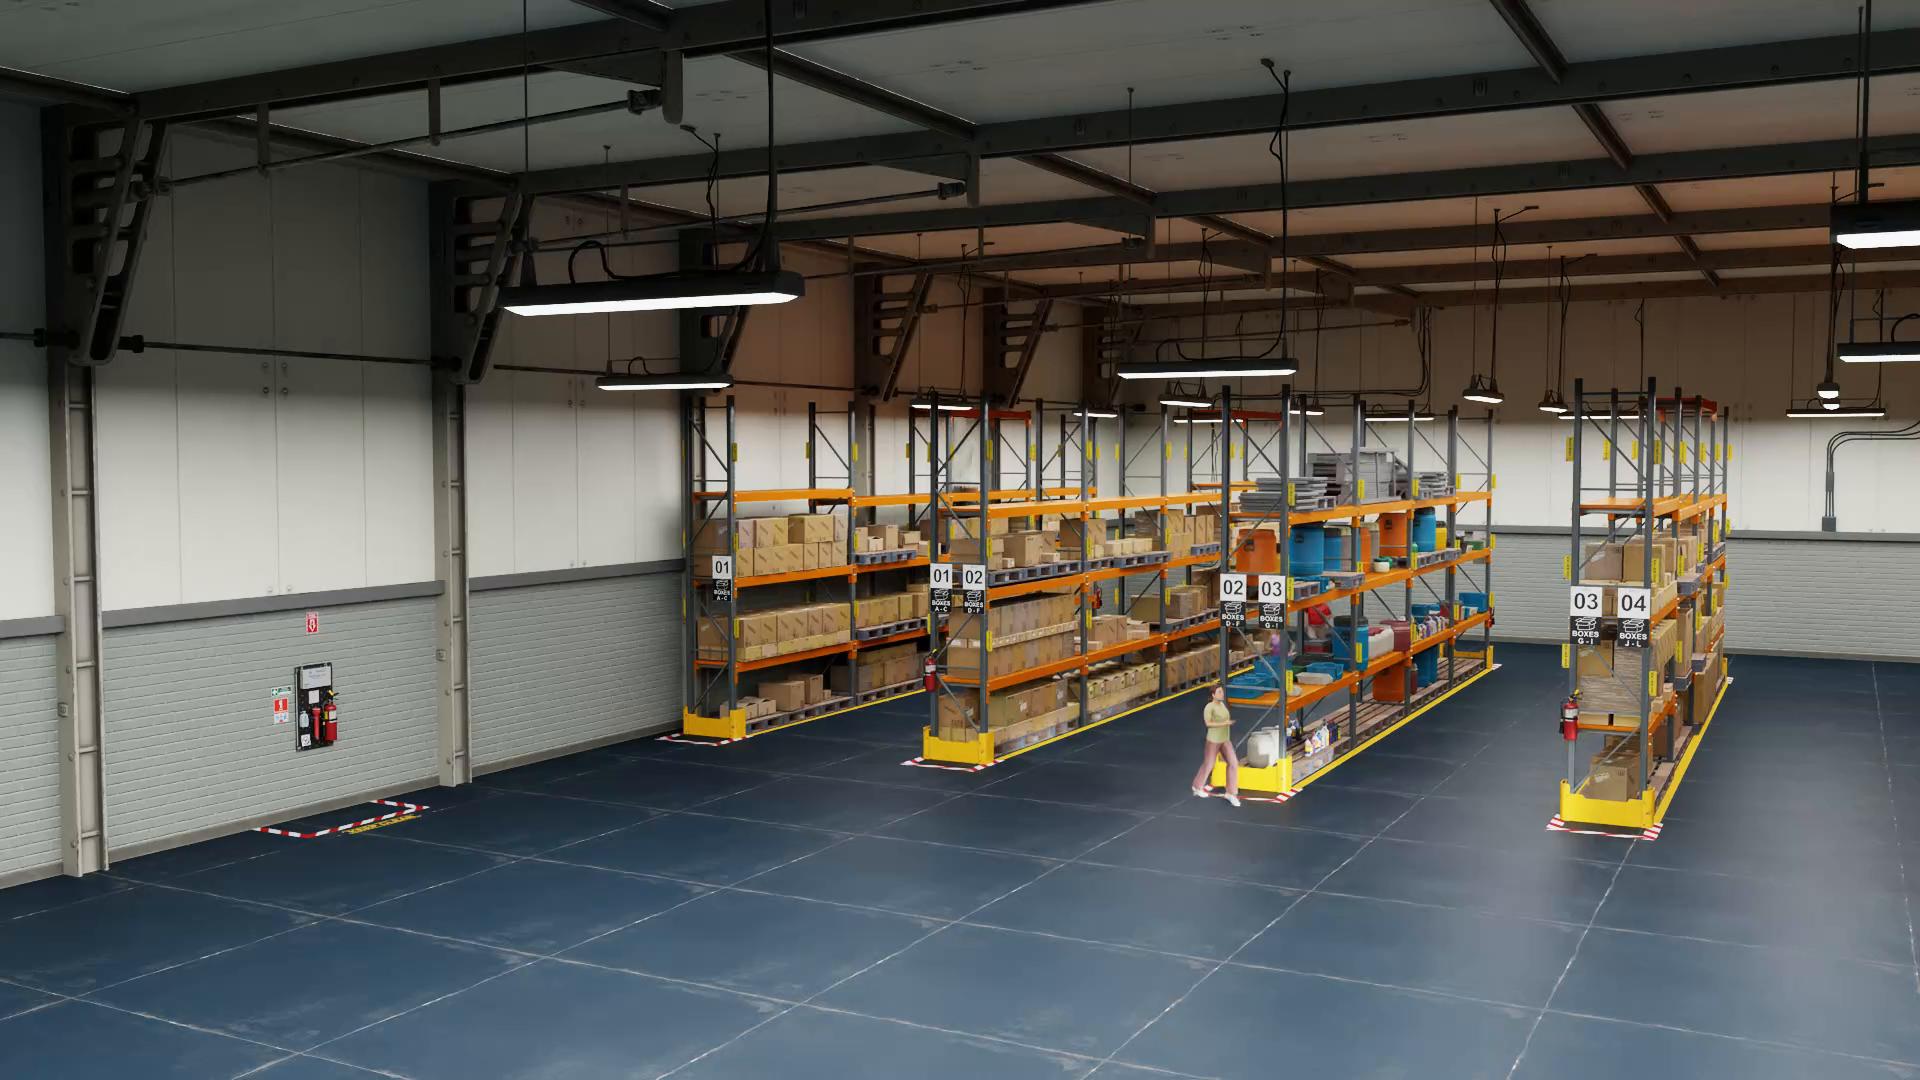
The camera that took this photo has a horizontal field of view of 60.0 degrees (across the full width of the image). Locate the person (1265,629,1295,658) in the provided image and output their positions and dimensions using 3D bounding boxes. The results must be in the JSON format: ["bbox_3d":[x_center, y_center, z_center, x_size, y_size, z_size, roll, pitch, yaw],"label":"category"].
[{"bbox_3d":[6.362,2.438,33.157,0.537,1.586,0.892,2,3,28],"label":"person"}]

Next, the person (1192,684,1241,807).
[{"bbox_3d":[3.653,2.907,23.732,0.550,1.719,0.803,-2,4,-38],"label":"person"}]

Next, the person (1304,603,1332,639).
[{"bbox_3d":[8.234,2.083,38.349,0.656,1.720,1.025,1,3,13],"label":"person"}]
